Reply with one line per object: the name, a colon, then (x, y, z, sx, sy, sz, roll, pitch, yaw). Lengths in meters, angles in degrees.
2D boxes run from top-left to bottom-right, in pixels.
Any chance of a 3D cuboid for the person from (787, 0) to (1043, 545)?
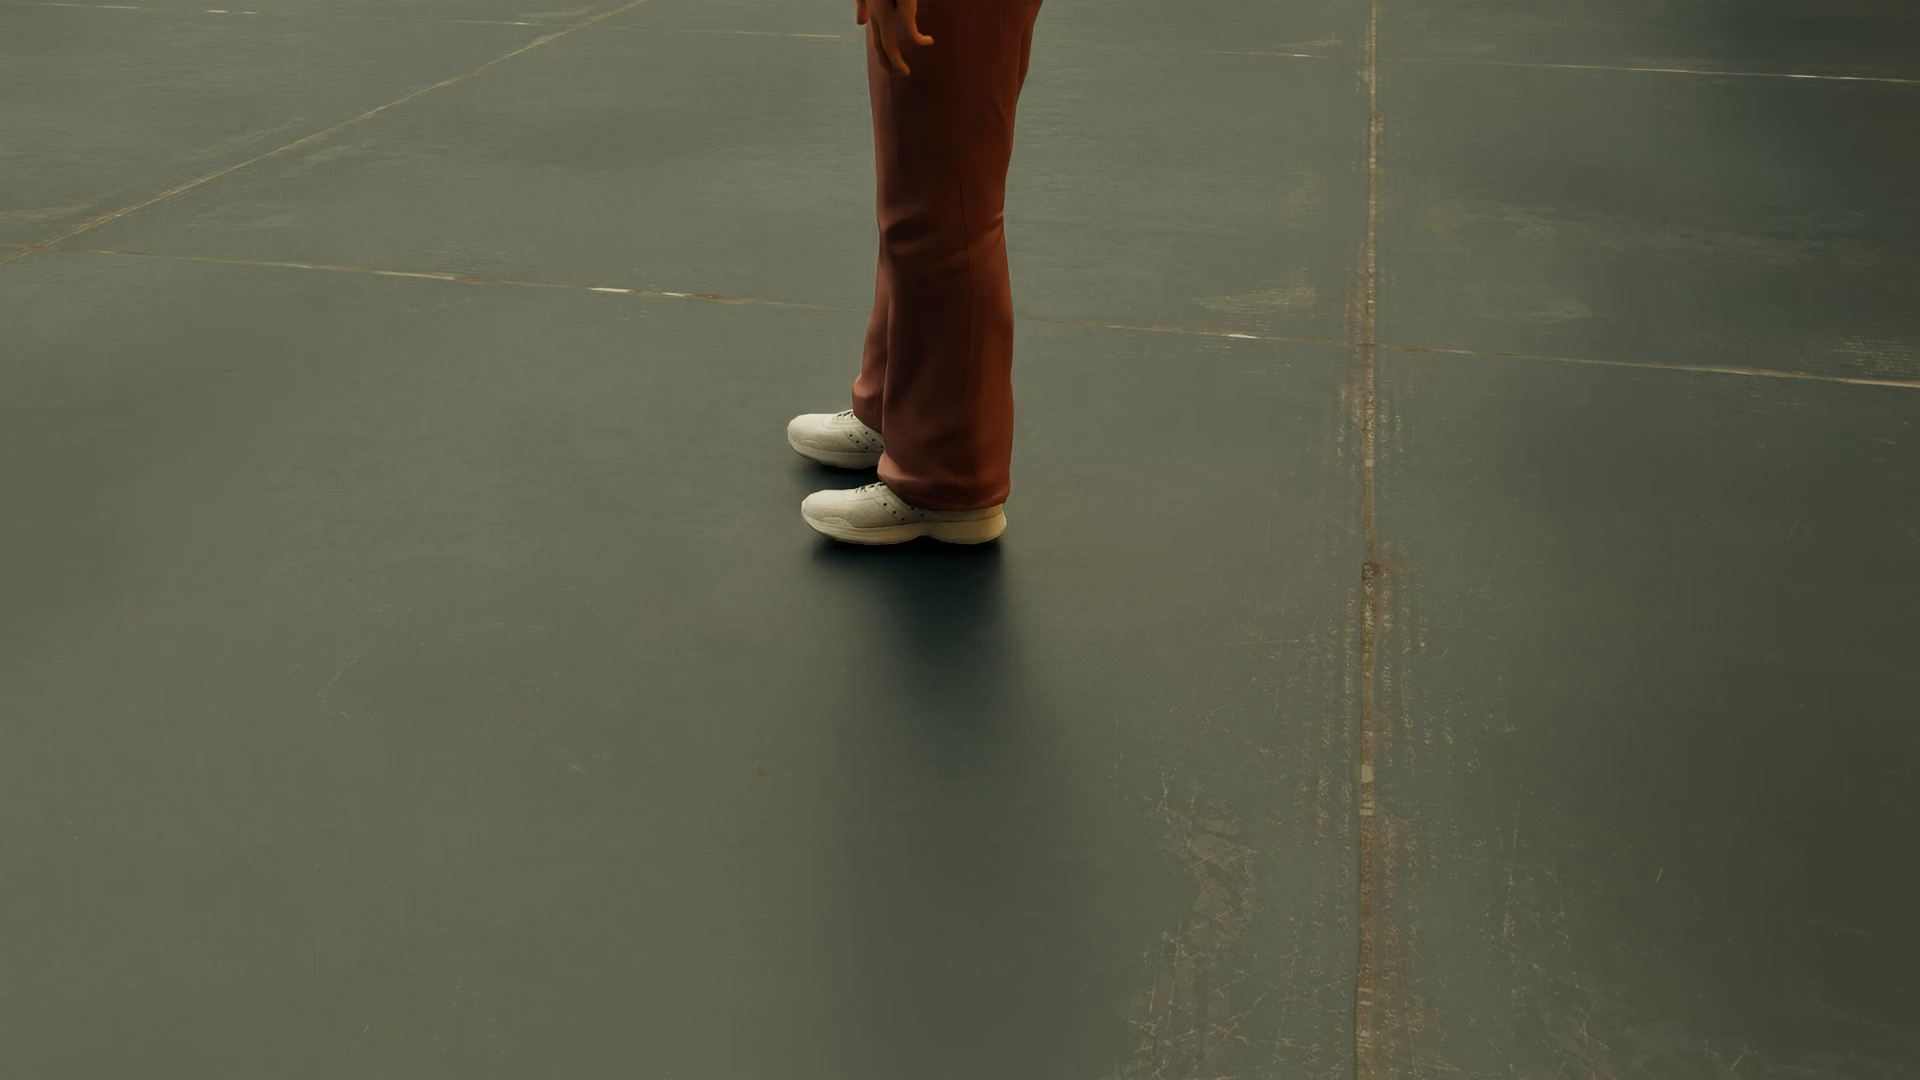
person: (-0.069, -0.767, 2.144, 0.549, 1.675, 0.553, 6, 27, 11)
